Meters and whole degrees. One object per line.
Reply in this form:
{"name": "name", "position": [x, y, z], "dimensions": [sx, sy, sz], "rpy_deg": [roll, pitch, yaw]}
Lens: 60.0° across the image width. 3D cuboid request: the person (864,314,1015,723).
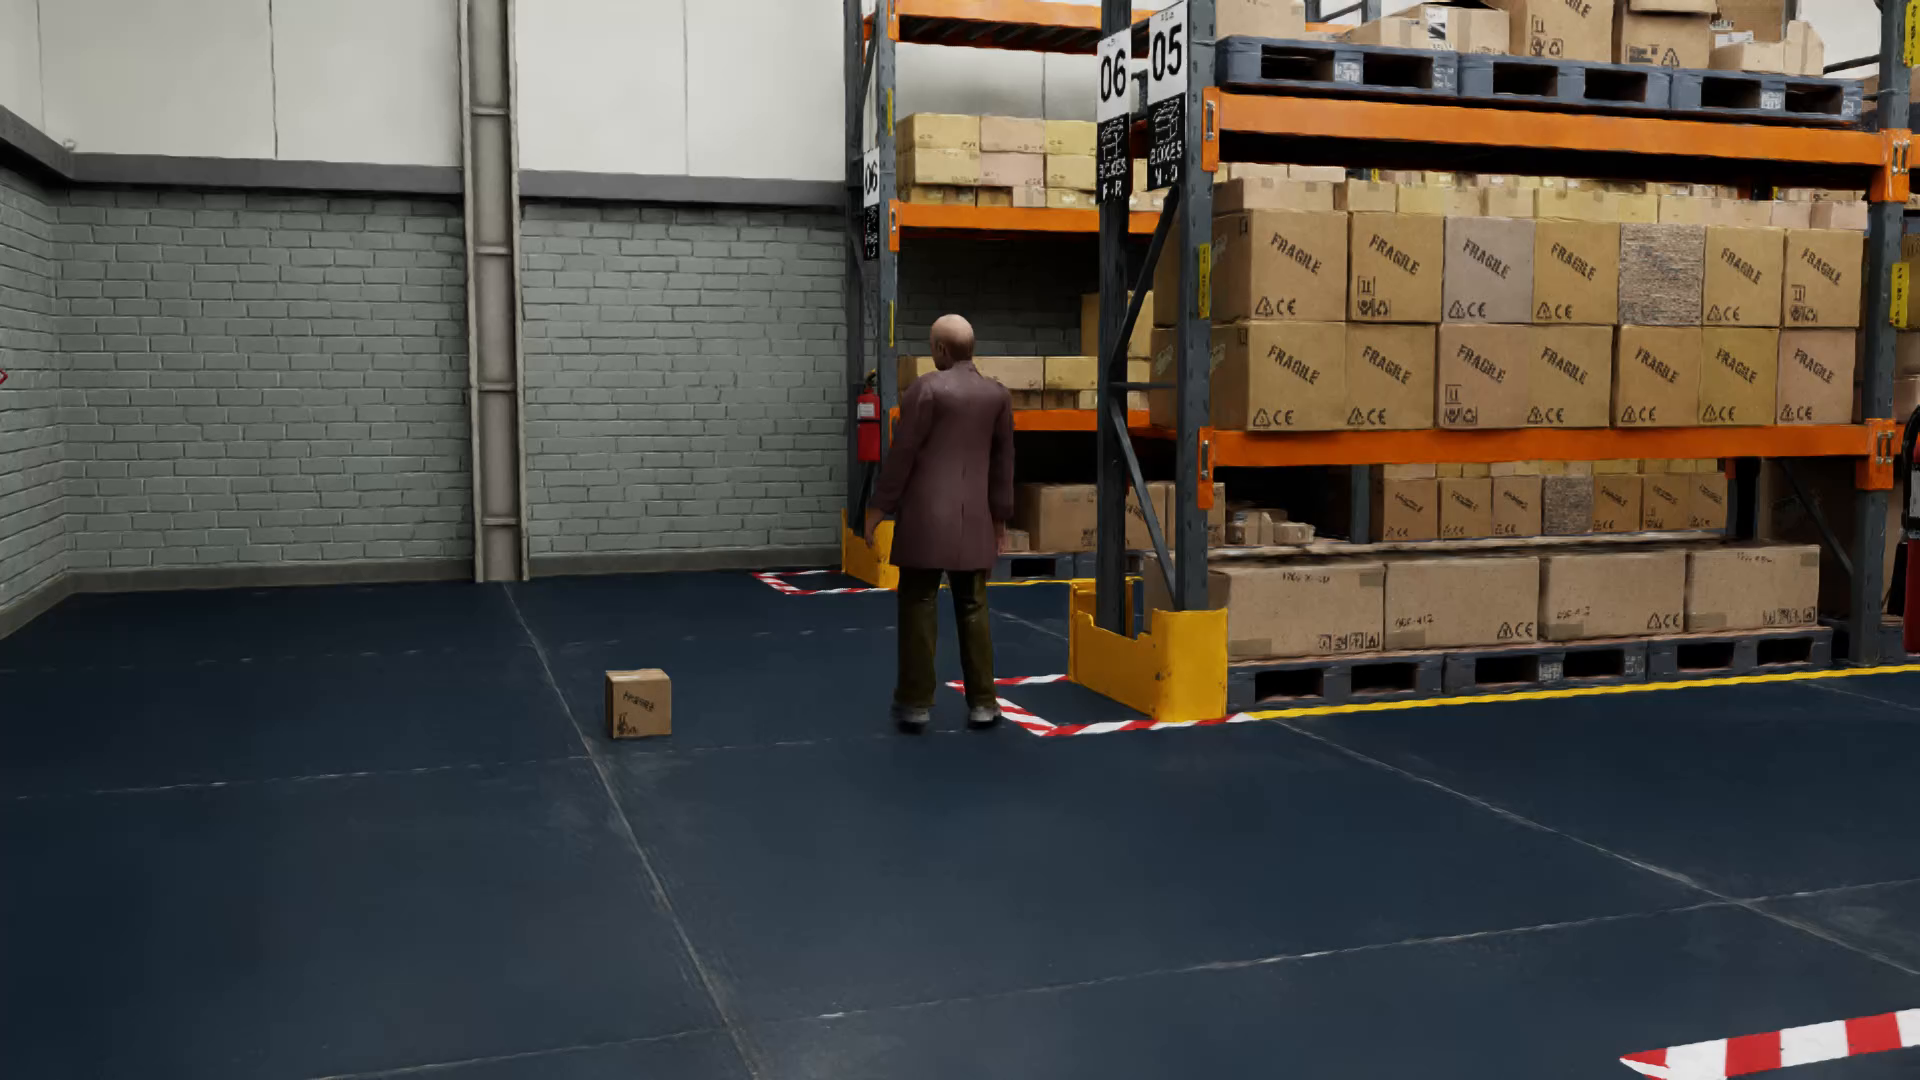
{"name": "person", "position": [-0.090, -0.088, 7.316], "dimensions": [0.692, 1.795, 0.434], "rpy_deg": [-3, 7, -31]}
